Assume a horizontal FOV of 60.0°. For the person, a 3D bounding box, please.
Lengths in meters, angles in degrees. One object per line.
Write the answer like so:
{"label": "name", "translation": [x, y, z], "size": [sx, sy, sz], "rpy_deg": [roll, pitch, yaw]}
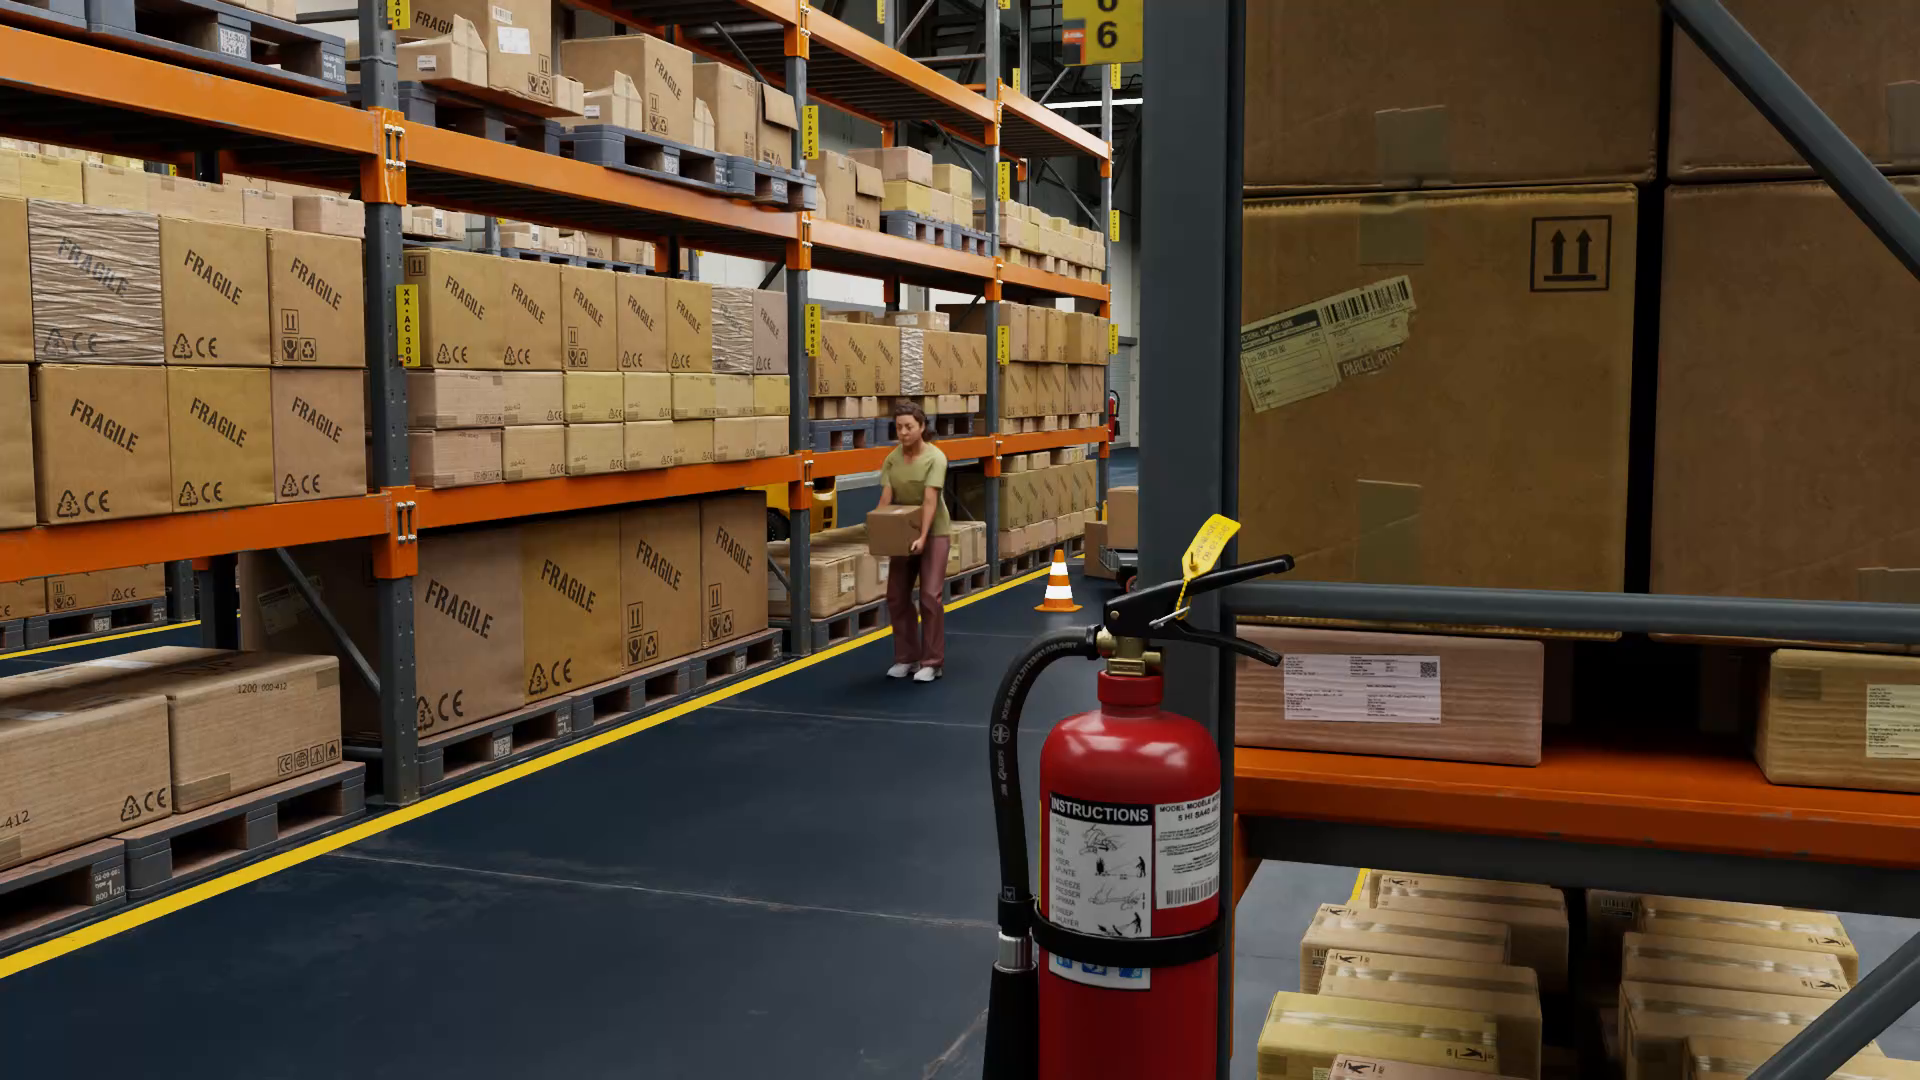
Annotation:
{"label": "person", "translation": [-0.271, 0.126, 9.823], "size": [0.407, 1.410, 0.527], "rpy_deg": [3, 6, 27]}
